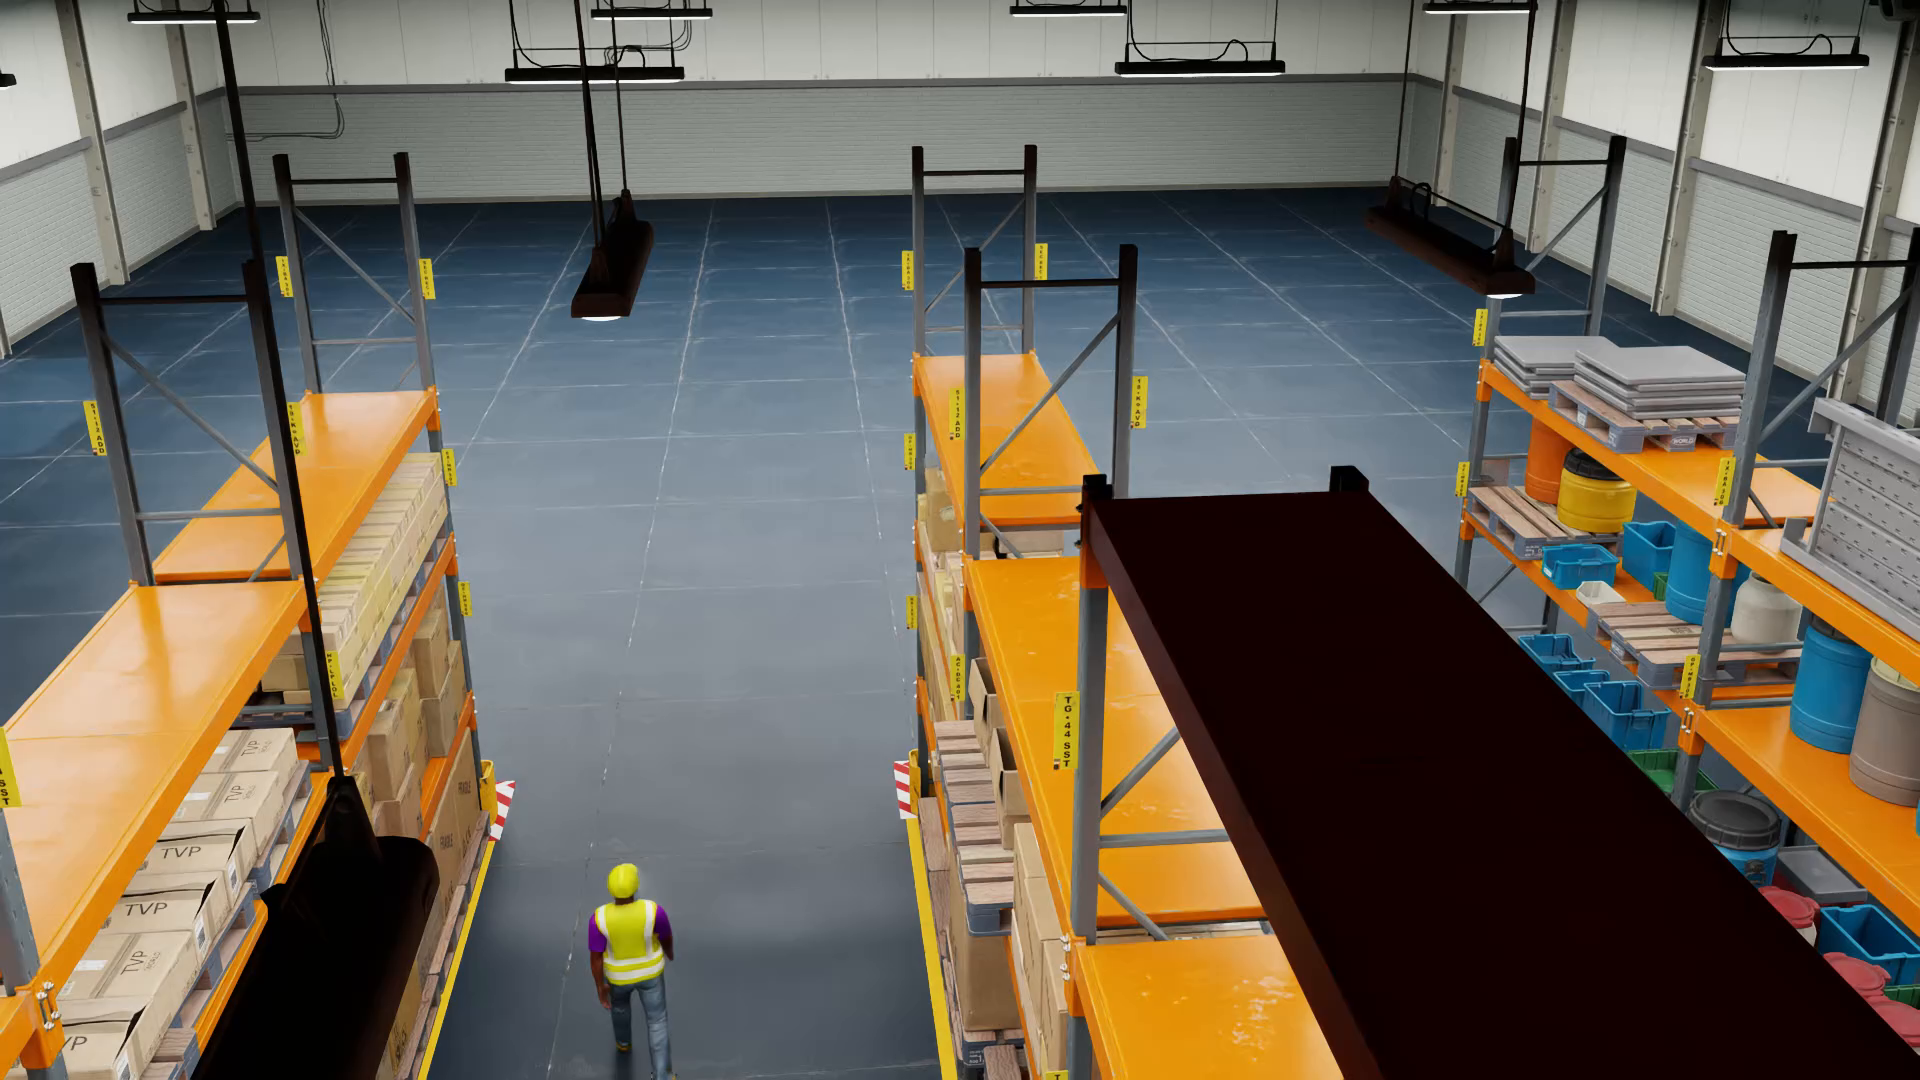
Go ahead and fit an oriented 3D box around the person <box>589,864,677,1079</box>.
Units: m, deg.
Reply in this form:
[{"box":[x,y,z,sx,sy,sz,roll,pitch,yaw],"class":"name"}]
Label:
[{"box":[-2.291,3.004,11.684,0.596,1.724,1.024,-6,22,-15],"class":"person"}]
